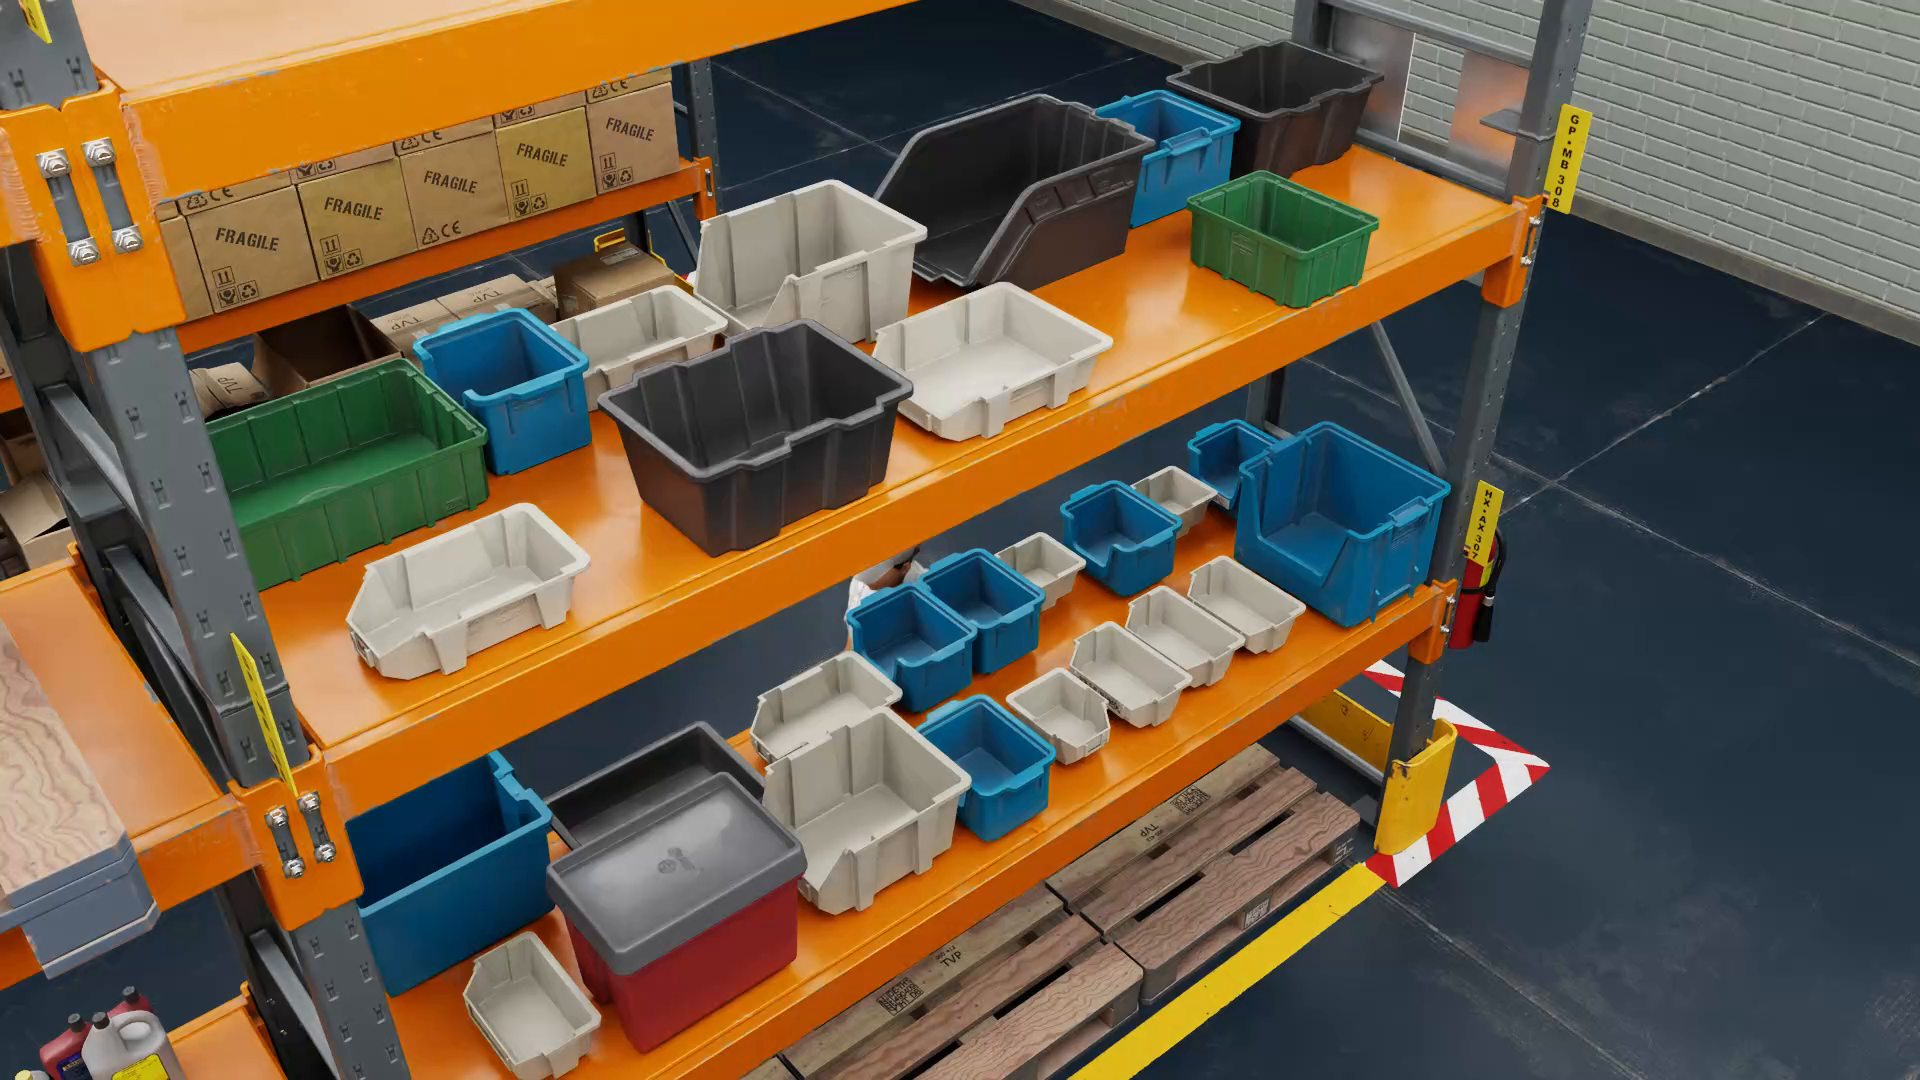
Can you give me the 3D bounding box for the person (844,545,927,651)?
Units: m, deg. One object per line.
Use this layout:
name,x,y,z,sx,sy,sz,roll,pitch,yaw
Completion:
person,-0.250,0.602,6.242,0.451,1.671,0.521,-28,45,-33
